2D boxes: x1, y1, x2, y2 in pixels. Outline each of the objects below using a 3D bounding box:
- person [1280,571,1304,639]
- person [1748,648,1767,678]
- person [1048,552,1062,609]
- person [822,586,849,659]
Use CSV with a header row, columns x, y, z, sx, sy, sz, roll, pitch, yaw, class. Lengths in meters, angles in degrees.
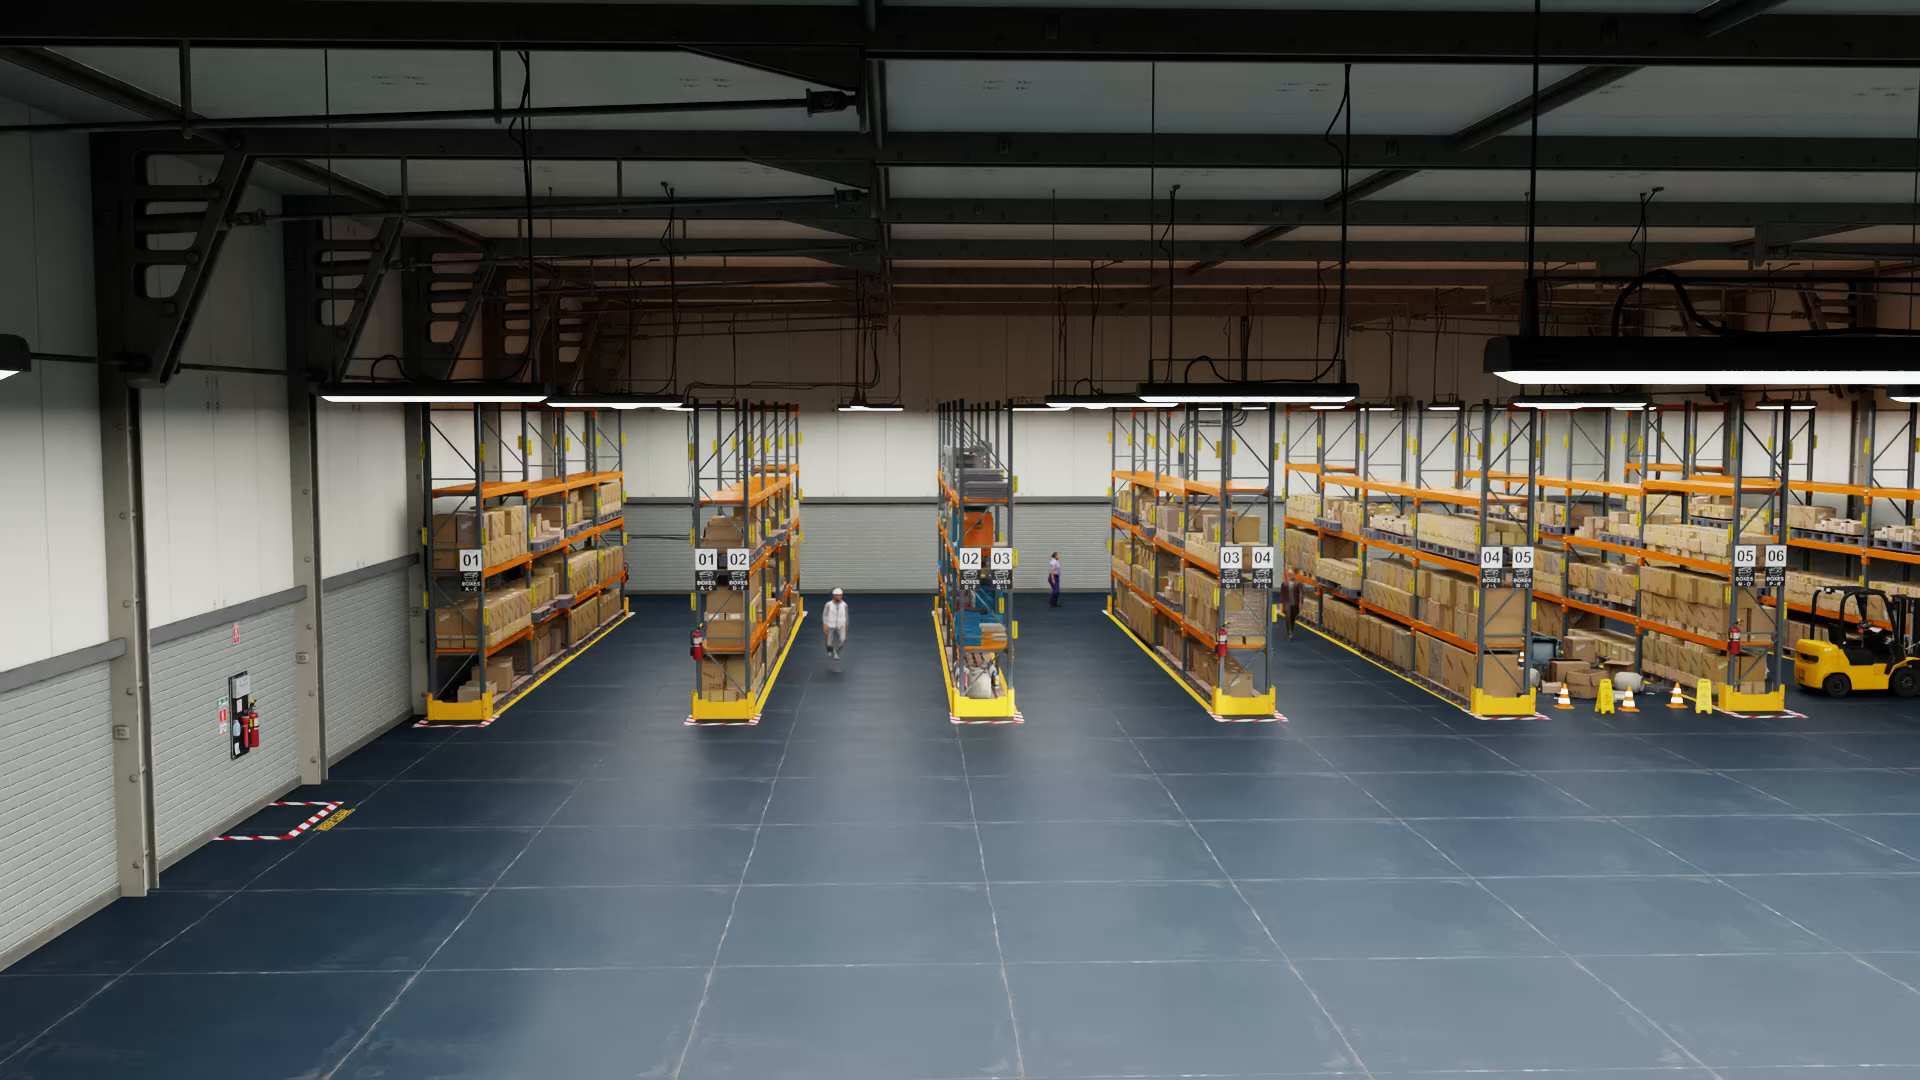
x,y,z,sx,sy,sz,roll,pitch,yaw,class
8.451,1.637,42.234,0.548,1.713,1.160,0,4,-1,person
17.400,2.203,36.154,0.494,1.565,0.730,0,4,-2,person
2.791,1.210,49.079,0.359,1.744,0.546,2,5,22,person
-2.773,1.856,37.186,0.622,1.631,0.756,-1,4,-15,person
